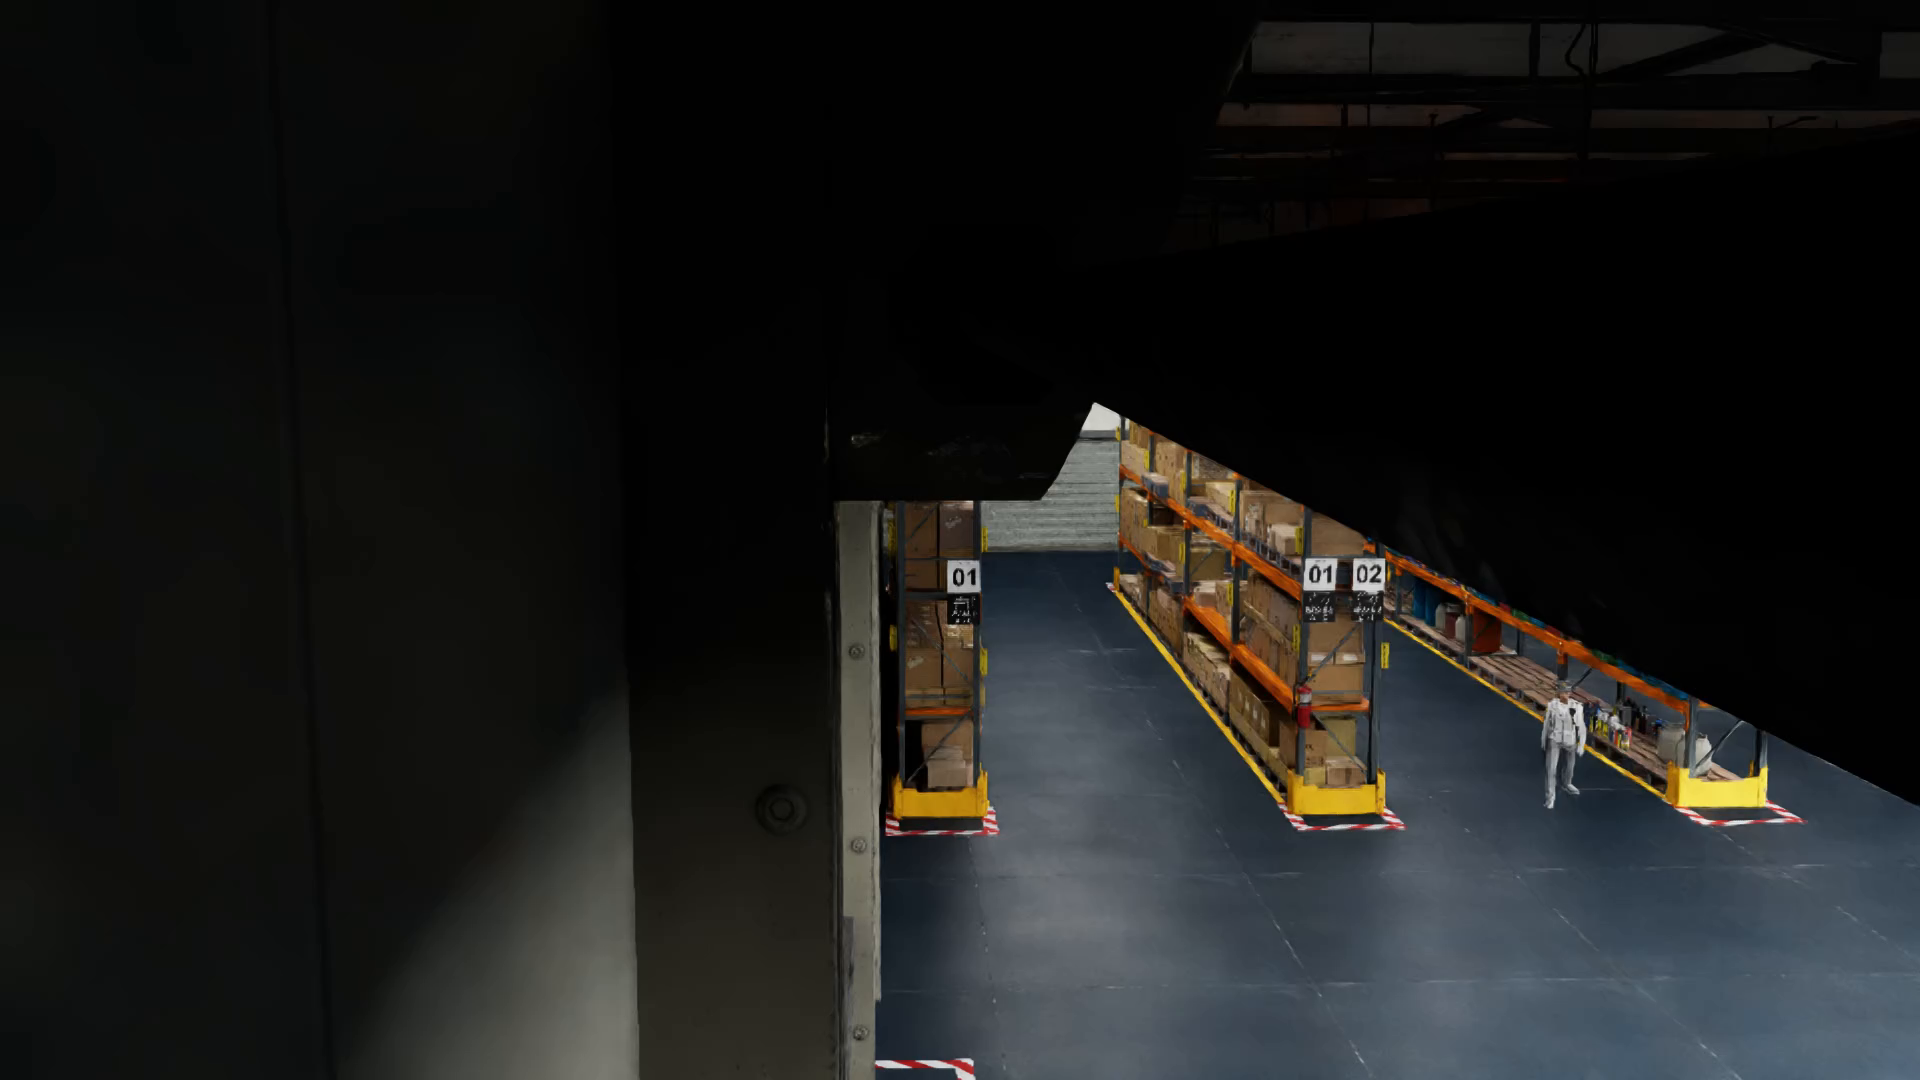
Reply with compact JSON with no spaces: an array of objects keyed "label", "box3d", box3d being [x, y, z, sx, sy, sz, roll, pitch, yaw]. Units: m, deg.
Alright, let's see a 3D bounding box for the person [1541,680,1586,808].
[{"label":"person","box3d":[7.609,2.524,20.973,0.519,1.611,0.912,3,9,18]}]
